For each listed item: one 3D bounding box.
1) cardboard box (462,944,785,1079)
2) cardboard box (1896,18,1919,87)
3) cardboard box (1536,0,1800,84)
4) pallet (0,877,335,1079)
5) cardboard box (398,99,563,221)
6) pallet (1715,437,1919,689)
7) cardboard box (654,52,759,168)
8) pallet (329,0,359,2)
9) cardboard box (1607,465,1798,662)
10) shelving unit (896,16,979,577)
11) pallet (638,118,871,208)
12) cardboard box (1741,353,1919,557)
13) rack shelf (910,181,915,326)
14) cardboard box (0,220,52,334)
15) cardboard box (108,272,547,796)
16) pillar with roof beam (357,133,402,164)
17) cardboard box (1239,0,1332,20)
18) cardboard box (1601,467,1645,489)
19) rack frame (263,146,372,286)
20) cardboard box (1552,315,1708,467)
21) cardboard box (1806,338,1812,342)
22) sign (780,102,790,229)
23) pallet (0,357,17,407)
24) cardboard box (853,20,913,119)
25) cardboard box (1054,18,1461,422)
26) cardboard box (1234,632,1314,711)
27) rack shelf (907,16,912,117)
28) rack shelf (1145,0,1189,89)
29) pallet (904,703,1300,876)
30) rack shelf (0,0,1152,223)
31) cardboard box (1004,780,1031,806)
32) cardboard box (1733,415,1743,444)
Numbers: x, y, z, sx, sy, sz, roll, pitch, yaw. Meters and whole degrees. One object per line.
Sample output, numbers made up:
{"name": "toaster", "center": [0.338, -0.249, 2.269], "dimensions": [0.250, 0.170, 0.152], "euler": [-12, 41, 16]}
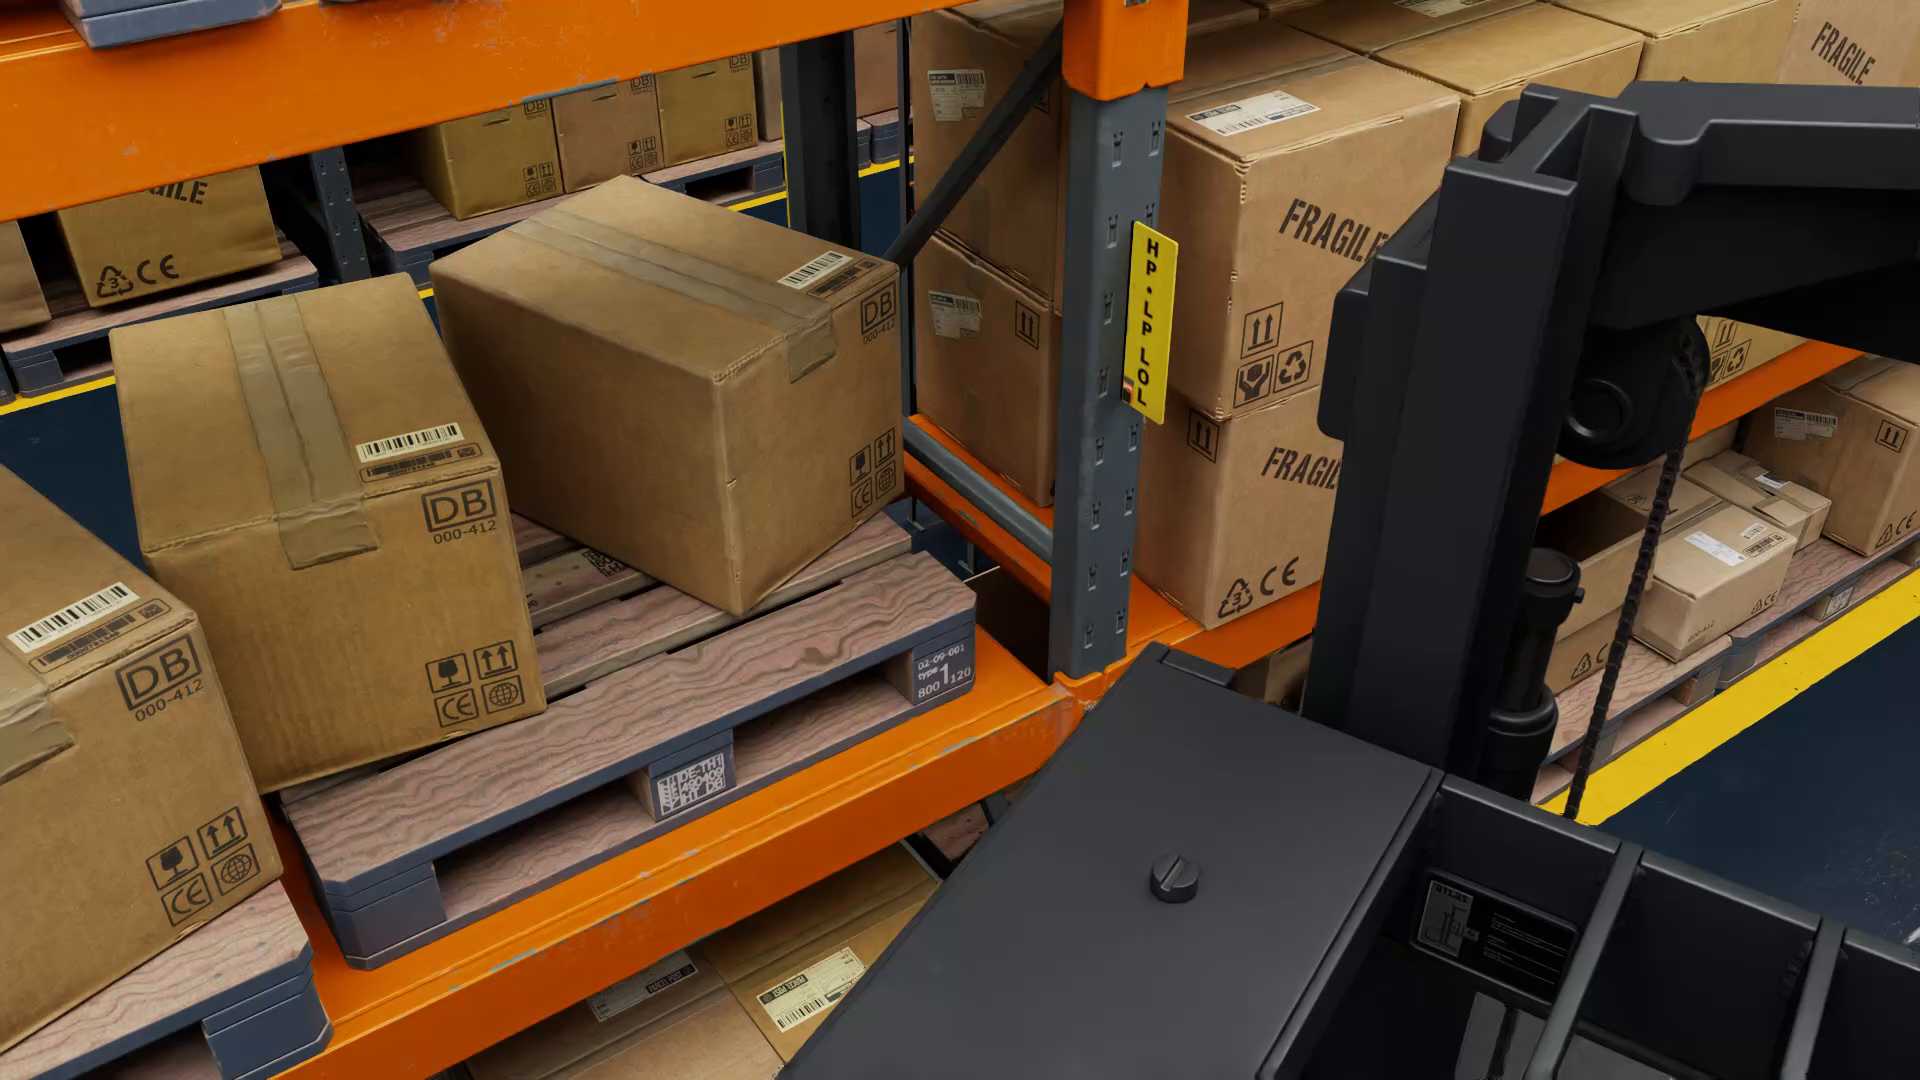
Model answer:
{"name": "cardboard box", "center": [-0.667, 1.163, 3.328], "dimensions": [0.500, 0.500, 0.500], "euler": [-22, 41, -28]}
{"name": "cardboard box", "center": [2.211, -1.302, 4.049], "dimensions": [0.500, 0.500, 0.500], "euler": [-21, 41, -27]}
{"name": "cardboard box", "center": [1.370, -0.955, 3.567], "dimensions": [0.500, 0.500, 0.500], "euler": [-24, 42, -29]}
{"name": "pallet", "center": [-1.702, 0.629, 2.471], "dimensions": [1.213, 0.211, 1.003], "euler": [-22, 41, -28]}
{"name": "cardboard box", "center": [-2.206, -1.859, 7.547], "dimensions": [0.500, 0.500, 0.700], "euler": [-22, 41, -27]}
{"name": "pallet", "center": [2.537, -0.057, 5.649], "dimensions": [1.213, 0.211, 1.003], "euler": [-22, 41, -28]}
{"name": "cardboard box", "center": [-1.373, -2.198, 8.019], "dimensions": [0.500, 0.500, 0.700], "euler": [-21, 41, -27]}
{"name": "pallet", "center": [-0.593, -1.094, 2.293], "dimensions": [1.003, 0.211, 1.213], "euler": [-22, 41, -28]}
{"name": "cardboard box", "center": [2.154, 0.060, 5.076], "dimensions": [0.500, 0.250, 0.500], "euler": [-22, 41, -28]}
{"name": "shelving unit", "center": [0.135, -0.908, 5.214], "dimensions": [0.503, 2.100, 0.431], "euler": [-22, 41, -28]}
{"name": "pallet", "center": [-1.211, -2.000, 8.350], "dimensions": [1.213, 0.211, 1.003], "euler": [-22, 41, -28]}
{"name": "cardboard box", "center": [2.948, -0.347, 5.427], "dimensions": [0.500, 0.500, 0.500], "euler": [-22, 41, -28]}
{"name": "rack shelf", "center": [0.135, -0.897, 5.222], "dimensions": [0.480, 0.518, 0.431], "euler": [-22, 41, -28]}
{"name": "cardboard box", "center": [-4.057, -1.218, 6.355], "dimensions": [0.750, 0.750, 0.750], "euler": [-21, 41, -27]}
{"name": "cardboard box", "center": [-1.061, -0.035, 2.784], "dimensions": [0.500, 0.500, 0.700], "euler": [-16, 39, -21]}
{"name": "pillar with roof beam", "center": [-0.322, -3.530, 2.951], "dimensions": [0.400, 9.000, 9.100], "euler": [-22, 41, -28]}
{"name": "cardboard box", "center": [0.662, -1.052, 3.701], "dimensions": [0.500, 0.500, 0.500], "euler": [-23, 42, -29]}
{"name": "cardboard box", "center": [1.825, -0.162, 5.384], "dimensions": [0.500, 0.250, 0.500], "euler": [-22, 41, -28]}
{"name": "rack frame", "center": [-2.876, -2.501, 6.658], "dimensions": [0.127, 3.000, 1.000], "euler": [-22, 41, -28]}
{"name": "cardboard box", "center": [1.381, -0.561, 3.875], "dimensions": [0.500, 0.500, 0.500], "euler": [-23, 41, -28]}
{"name": "cardboard box", "center": [2.208, -0.902, 4.350], "dimensions": [0.500, 0.500, 0.500], "euler": [-22, 41, -28]}
{"name": "sign", "center": [-0.338, -0.746, 3.476], "dimensions": [0.005, 0.325, 0.100], "euler": [-22, 41, -28]}
{"name": "pallet", "center": [-4.462, -0.661, 6.488], "dimensions": [1.213, 0.211, 1.003], "euler": [-22, 41, -28]}
{"name": "cardboard box", "center": [-0.530, -2.550, 8.508], "dimensions": [0.500, 0.500, 0.700], "euler": [-22, 41, -28]}
{"name": "cardboard box", "center": [0.528, -0.609, 3.085], "dimensions": [0.500, 0.500, 0.500], "euler": [-21, 41, -27]}
{"name": "cardboard box", "center": [0.896, 0.196, 4.835], "dimensions": [0.500, 0.311, 0.500], "euler": [-22, 41, -28]}
{"name": "rack shelf", "center": [0.135, -1.465, 4.814], "dimensions": [0.480, 0.518, 0.431], "euler": [-22, 41, -28]}
{"name": "rack shelf", "center": [1.615, -1.736, 3.642], "dimensions": [4.000, 0.370, 1.077], "euler": [-22, 41, -28]}
{"name": "pallet", "center": [0.542, 0.764, 4.508], "dimensions": [1.213, 0.211, 1.003], "euler": [-22, 41, -28]}
{"name": "rack shelf", "center": [-1.654, -0.391, 1.772], "dimensions": [4.000, 0.370, 1.077], "euler": [-22, 41, -28]}
{"name": "cardboard box", "center": [0.448, 0.737, 4.082], "dimensions": [0.500, 0.311, 0.500], "euler": [-22, 41, -28]}
{"name": "cardboard box", "center": [2.506, -0.451, 5.858], "dimensions": [0.250, 0.166, 0.380], "euler": [-22, 41, -28]}
